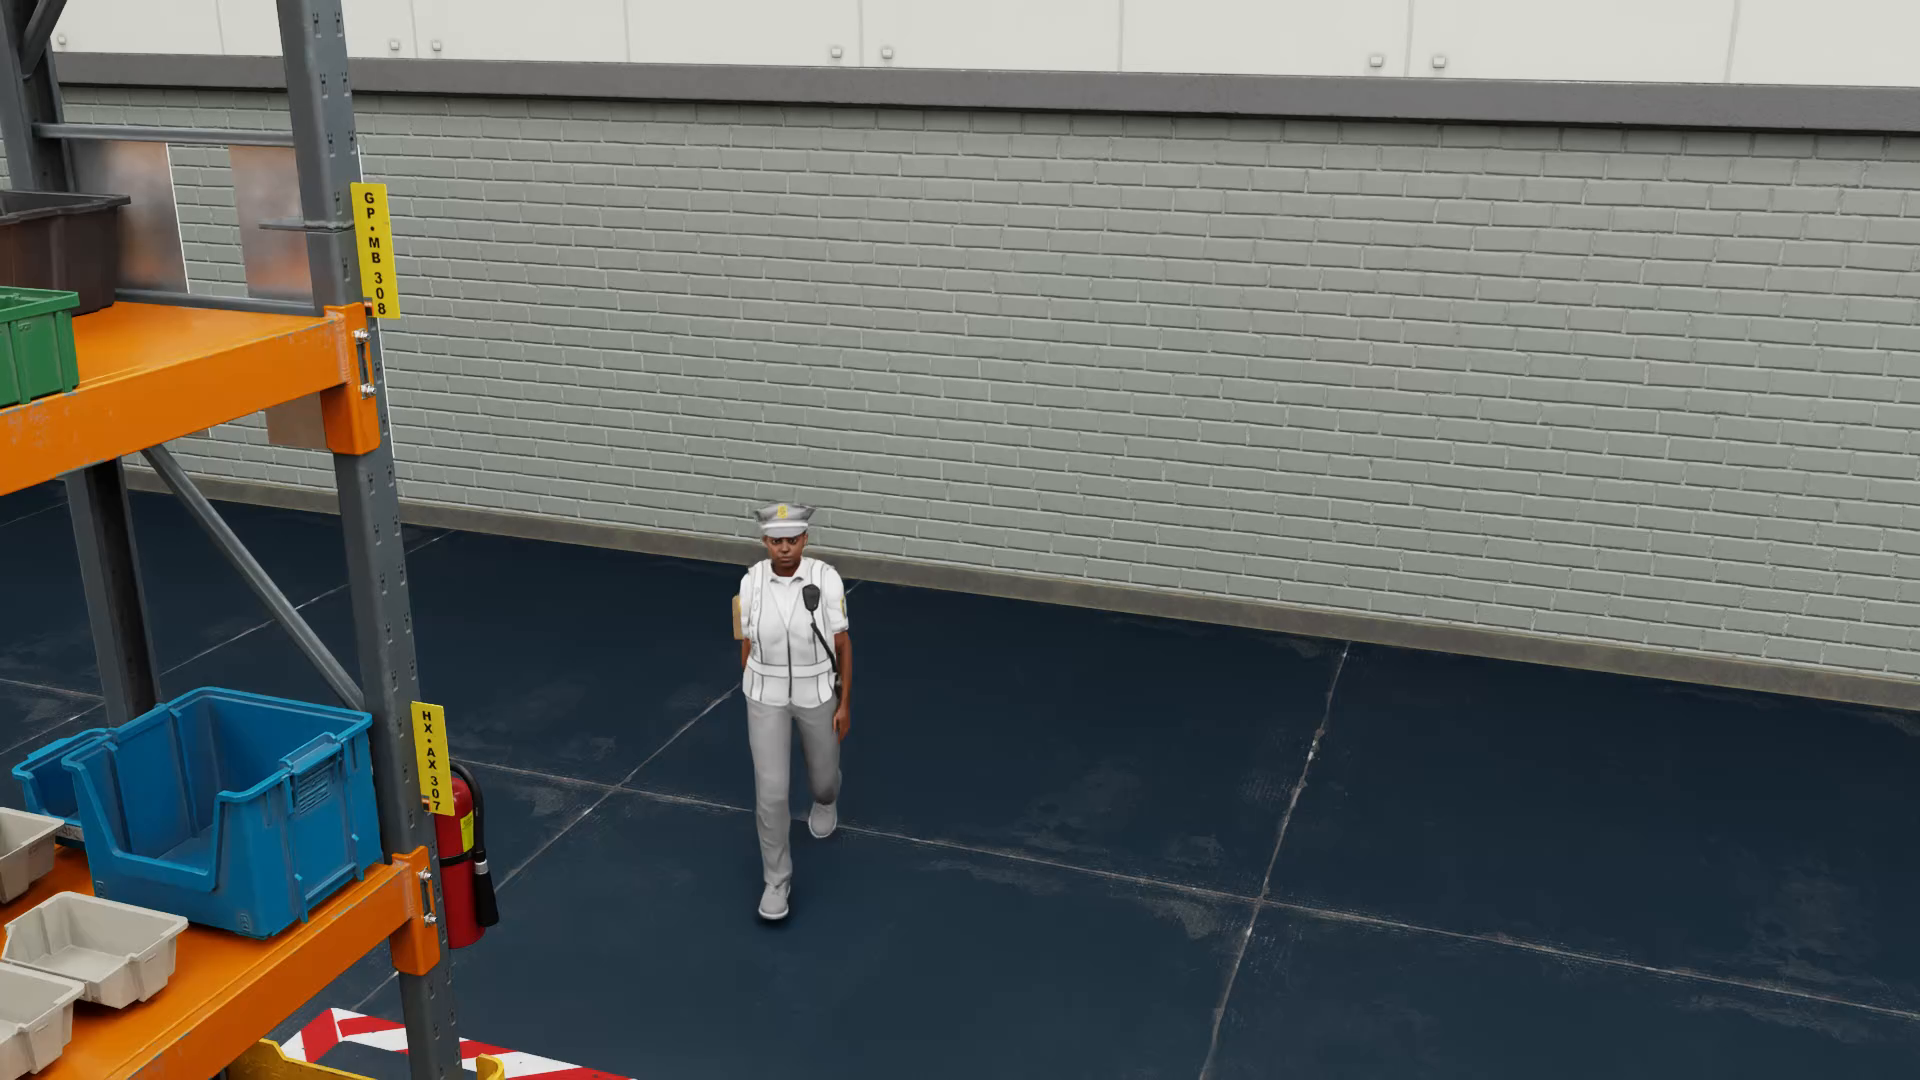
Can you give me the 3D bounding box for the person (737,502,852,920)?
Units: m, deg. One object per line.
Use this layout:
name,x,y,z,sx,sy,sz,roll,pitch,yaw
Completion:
person,-0.655,0.606,6.705,0.450,1.659,0.811,-1,19,-2
